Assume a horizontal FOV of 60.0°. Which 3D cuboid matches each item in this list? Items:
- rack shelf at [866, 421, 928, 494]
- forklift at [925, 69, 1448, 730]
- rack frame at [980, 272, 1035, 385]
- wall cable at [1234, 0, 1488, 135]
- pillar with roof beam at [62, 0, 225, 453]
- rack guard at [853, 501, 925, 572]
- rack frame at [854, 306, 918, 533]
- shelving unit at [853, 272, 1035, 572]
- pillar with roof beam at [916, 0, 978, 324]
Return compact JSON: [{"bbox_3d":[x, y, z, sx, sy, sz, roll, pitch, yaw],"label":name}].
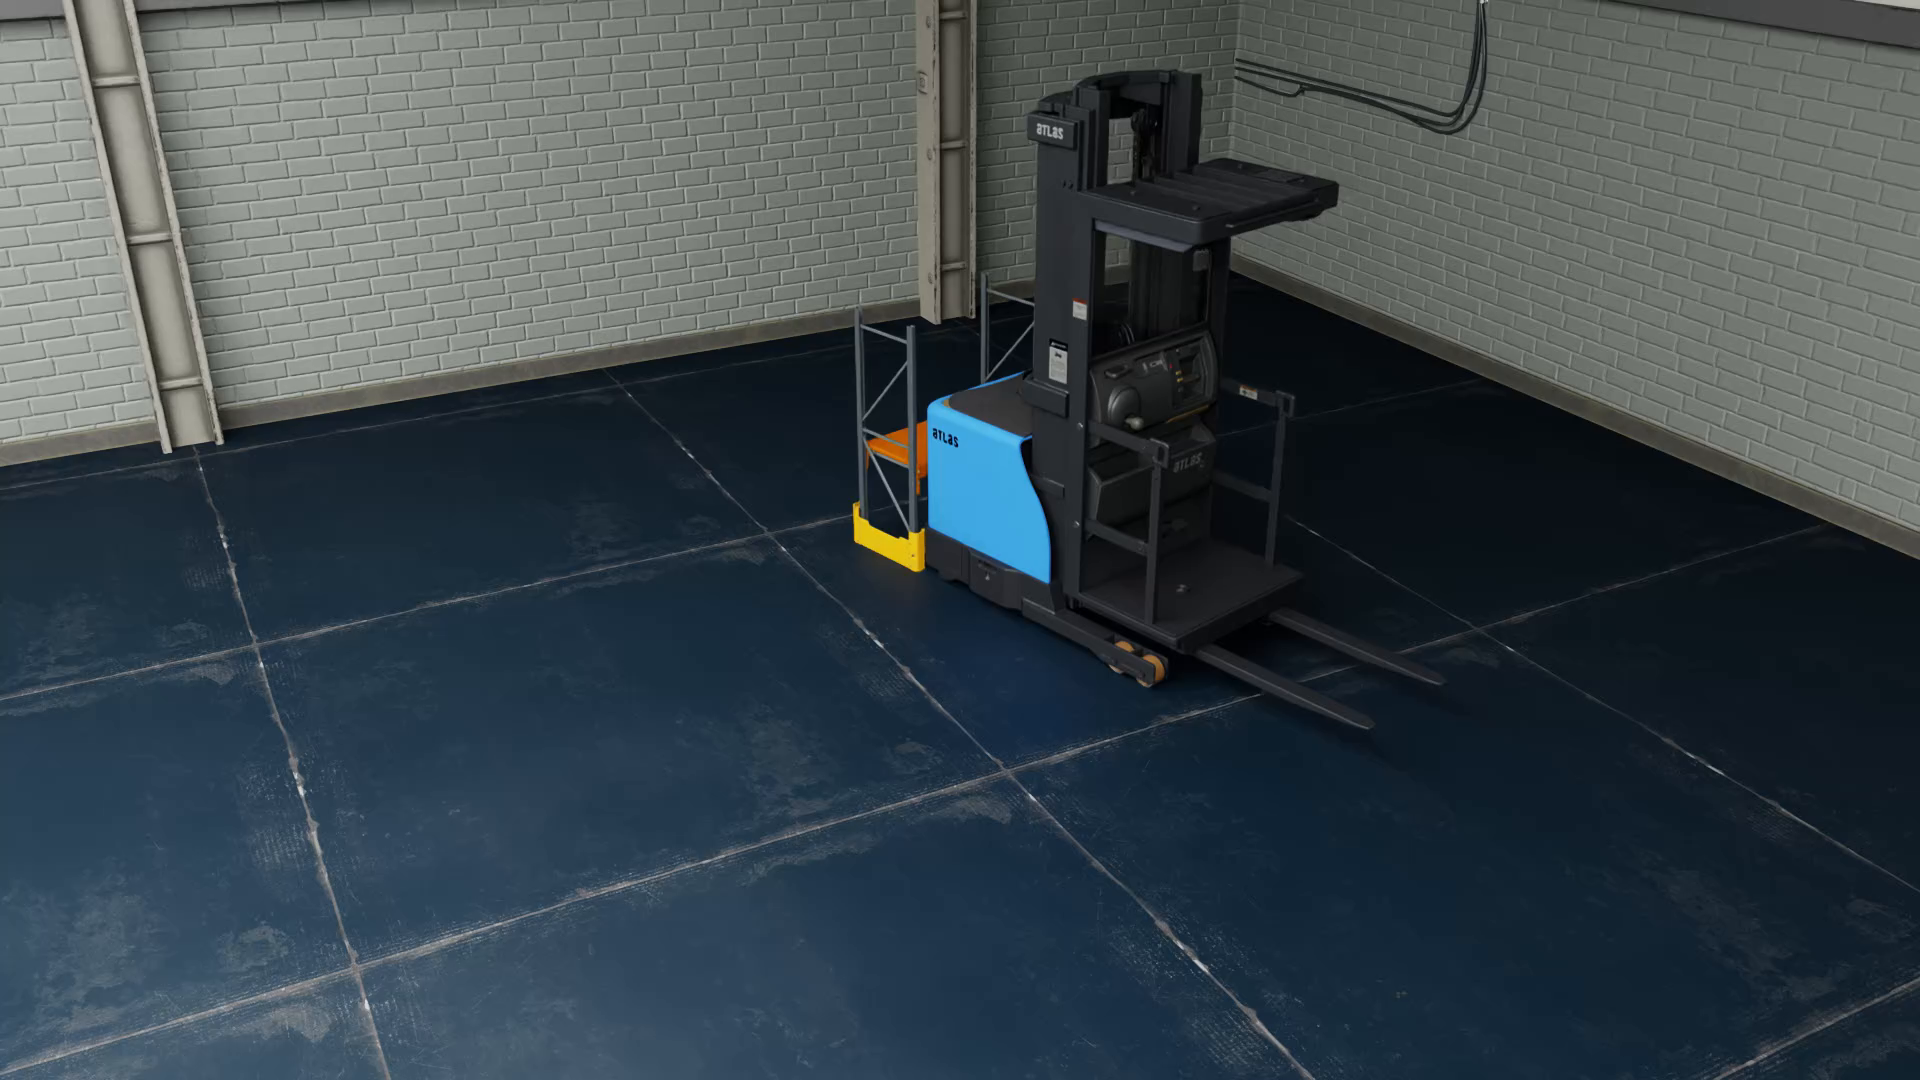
[{"bbox_3d":[-0.059,-0.578,10.136,1.000,0.185,0.538,-22,33,-38],"label":"rack shelf"},{"bbox_3d":[1.163,-0.806,8.542,1.130,2.935,3.031,-22,33,-37],"label":"forklift"},{"bbox_3d":[0.311,-0.891,10.372,0.032,1.500,0.500,-22,33,-38],"label":"rack frame"},{"bbox_3d":[3.115,-4.670,13.167,0.112,2.526,3.097,-13,29,-25],"label":"wall cable"},{"bbox_3d":[-3.375,-3.108,6.327,0.400,9.000,9.100,-13,29,-25],"label":"pillar with roof beam"},{"bbox_3d":[-0.428,-0.026,10.015,0.087,0.250,0.587,-22,33,-38],"label":"rack guard"},{"bbox_3d":[-0.429,-0.589,9.744,0.032,1.500,0.500,-22,33,-38],"label":"rack frame"},{"bbox_3d":[-0.065,-0.737,10.052,1.083,1.500,0.587,-22,33,-38],"label":"shelving unit"},{"bbox_3d":[1.919,-4.330,8.872,0.400,9.000,9.100,-13,29,-25],"label":"pillar with roof beam"}]
